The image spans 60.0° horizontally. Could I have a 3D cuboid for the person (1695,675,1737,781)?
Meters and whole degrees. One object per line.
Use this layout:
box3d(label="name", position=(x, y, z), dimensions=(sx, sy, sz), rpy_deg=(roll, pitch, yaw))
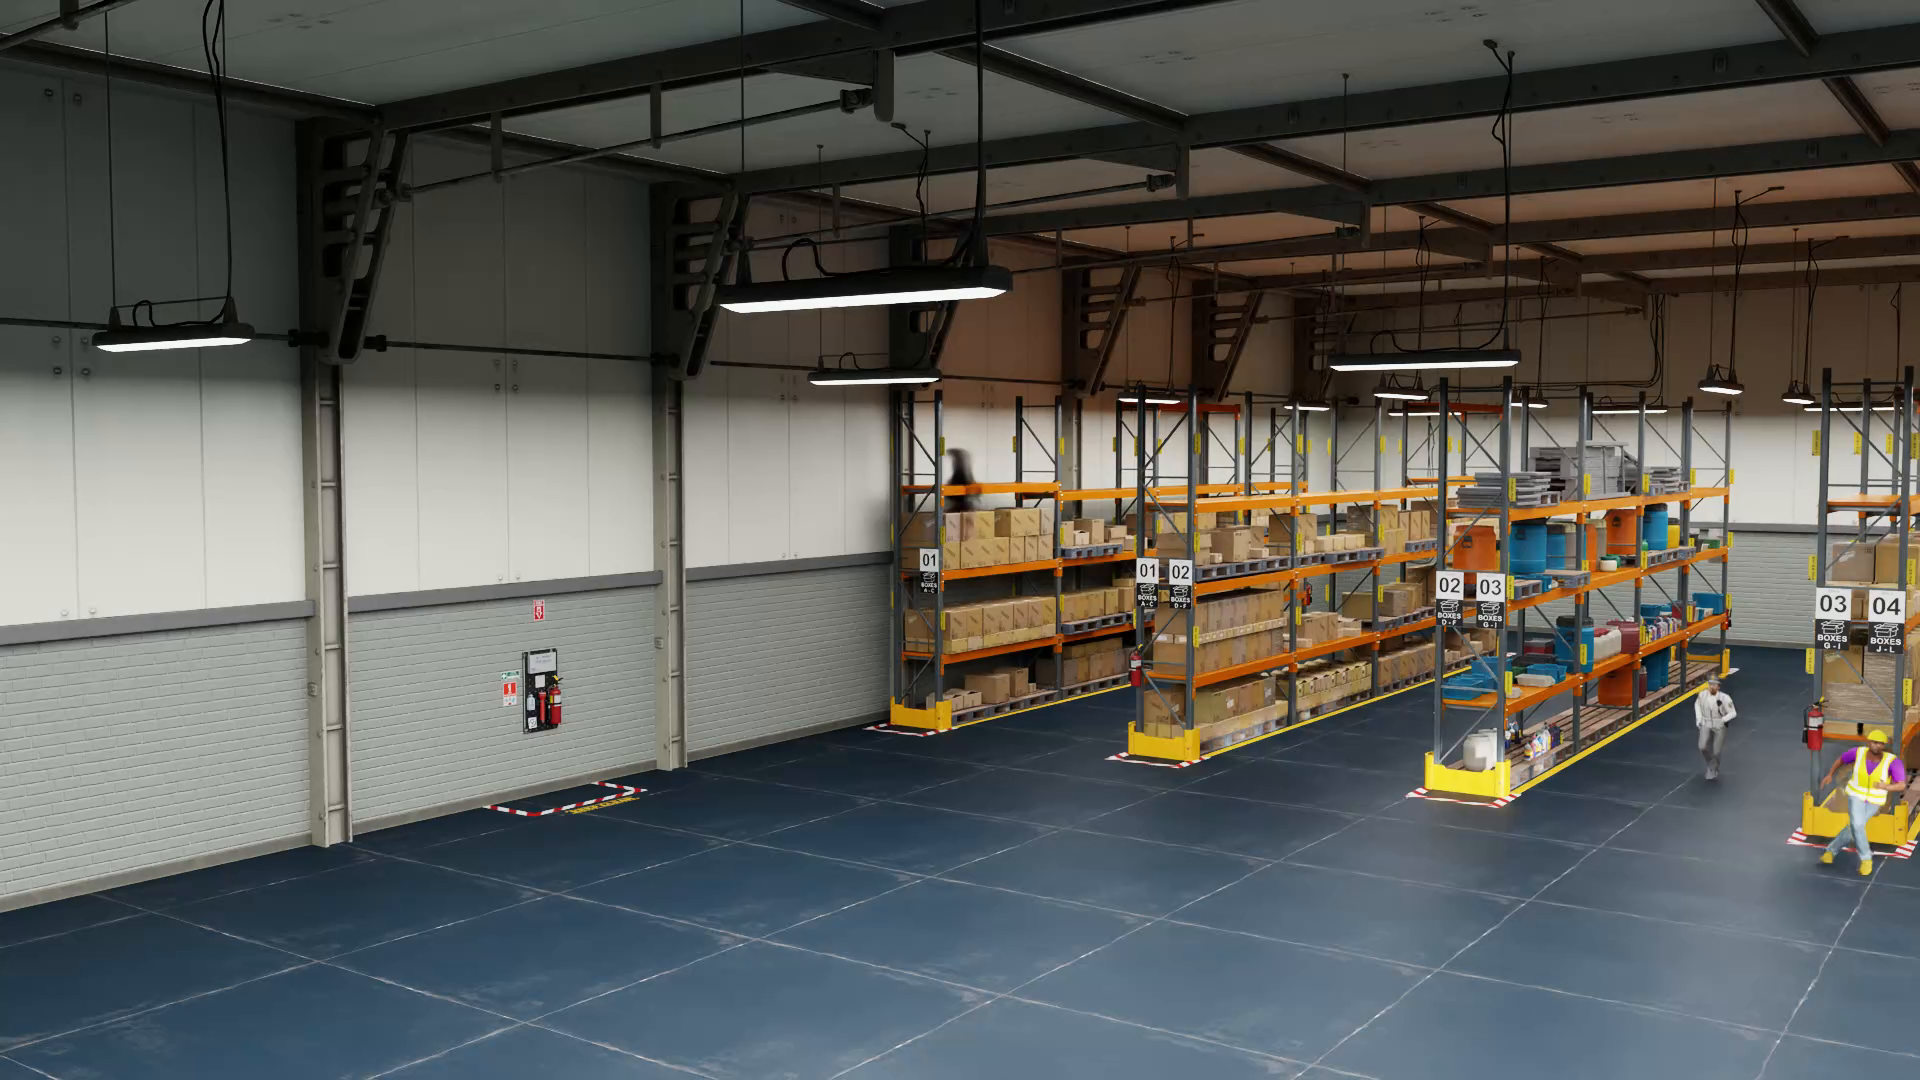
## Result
box3d(label="person", position=(11.298, 2.802, 24.890), dimensions=(0.604, 1.612, 0.772), rpy_deg=(2, 4, 33))

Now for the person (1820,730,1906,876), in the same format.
box3d(label="person", position=(10.607, 3.052, 19.541), dimensions=(0.828, 1.691, 0.713), rpy_deg=(1, 3, 17))
